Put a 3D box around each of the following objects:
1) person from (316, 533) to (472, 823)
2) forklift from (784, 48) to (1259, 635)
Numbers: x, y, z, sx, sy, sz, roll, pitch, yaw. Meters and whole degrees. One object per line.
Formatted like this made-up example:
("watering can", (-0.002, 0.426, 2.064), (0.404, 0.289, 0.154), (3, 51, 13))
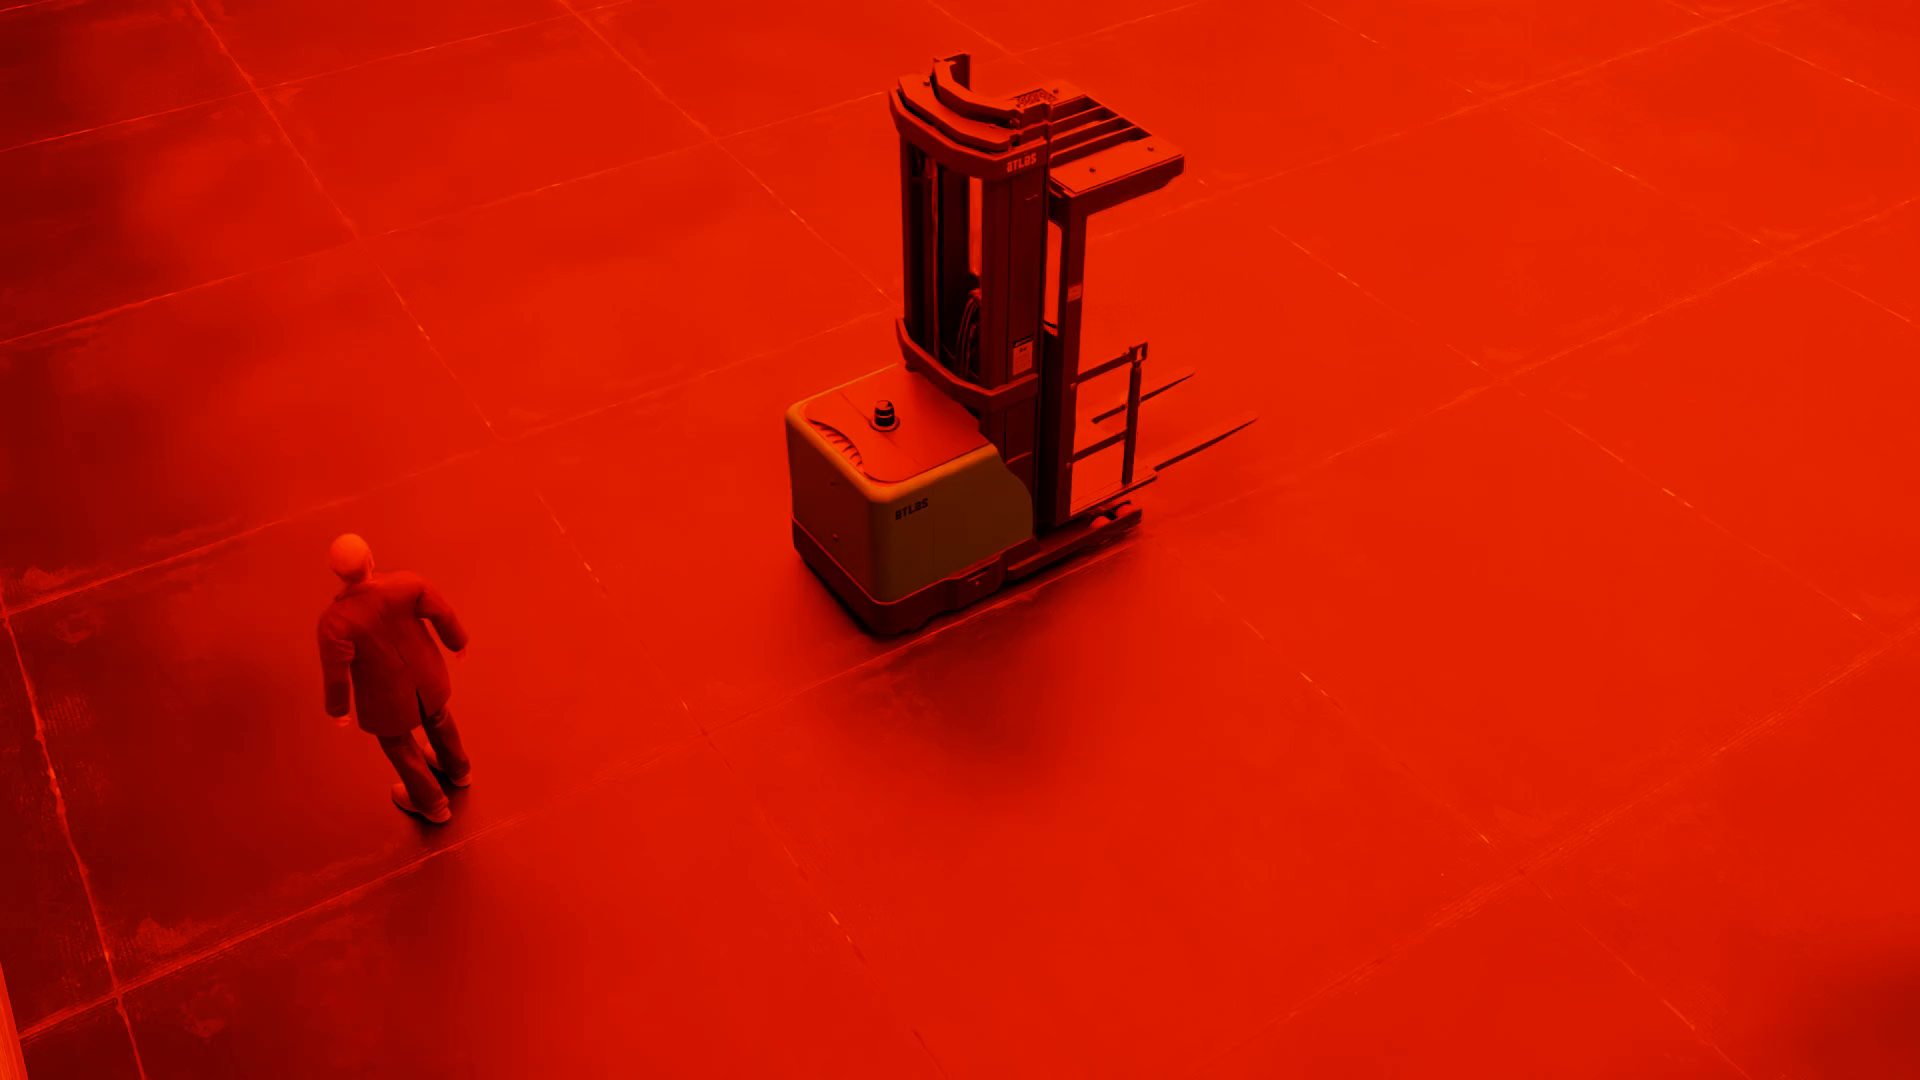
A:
("person", (-2.748, 0.629, 8.030), (0.496, 1.774, 0.741), (33, 51, 32))
("forklift", (0.495, -1.341, 9.405), (3.031, 2.935, 1.130), (-25, 47, -26))
